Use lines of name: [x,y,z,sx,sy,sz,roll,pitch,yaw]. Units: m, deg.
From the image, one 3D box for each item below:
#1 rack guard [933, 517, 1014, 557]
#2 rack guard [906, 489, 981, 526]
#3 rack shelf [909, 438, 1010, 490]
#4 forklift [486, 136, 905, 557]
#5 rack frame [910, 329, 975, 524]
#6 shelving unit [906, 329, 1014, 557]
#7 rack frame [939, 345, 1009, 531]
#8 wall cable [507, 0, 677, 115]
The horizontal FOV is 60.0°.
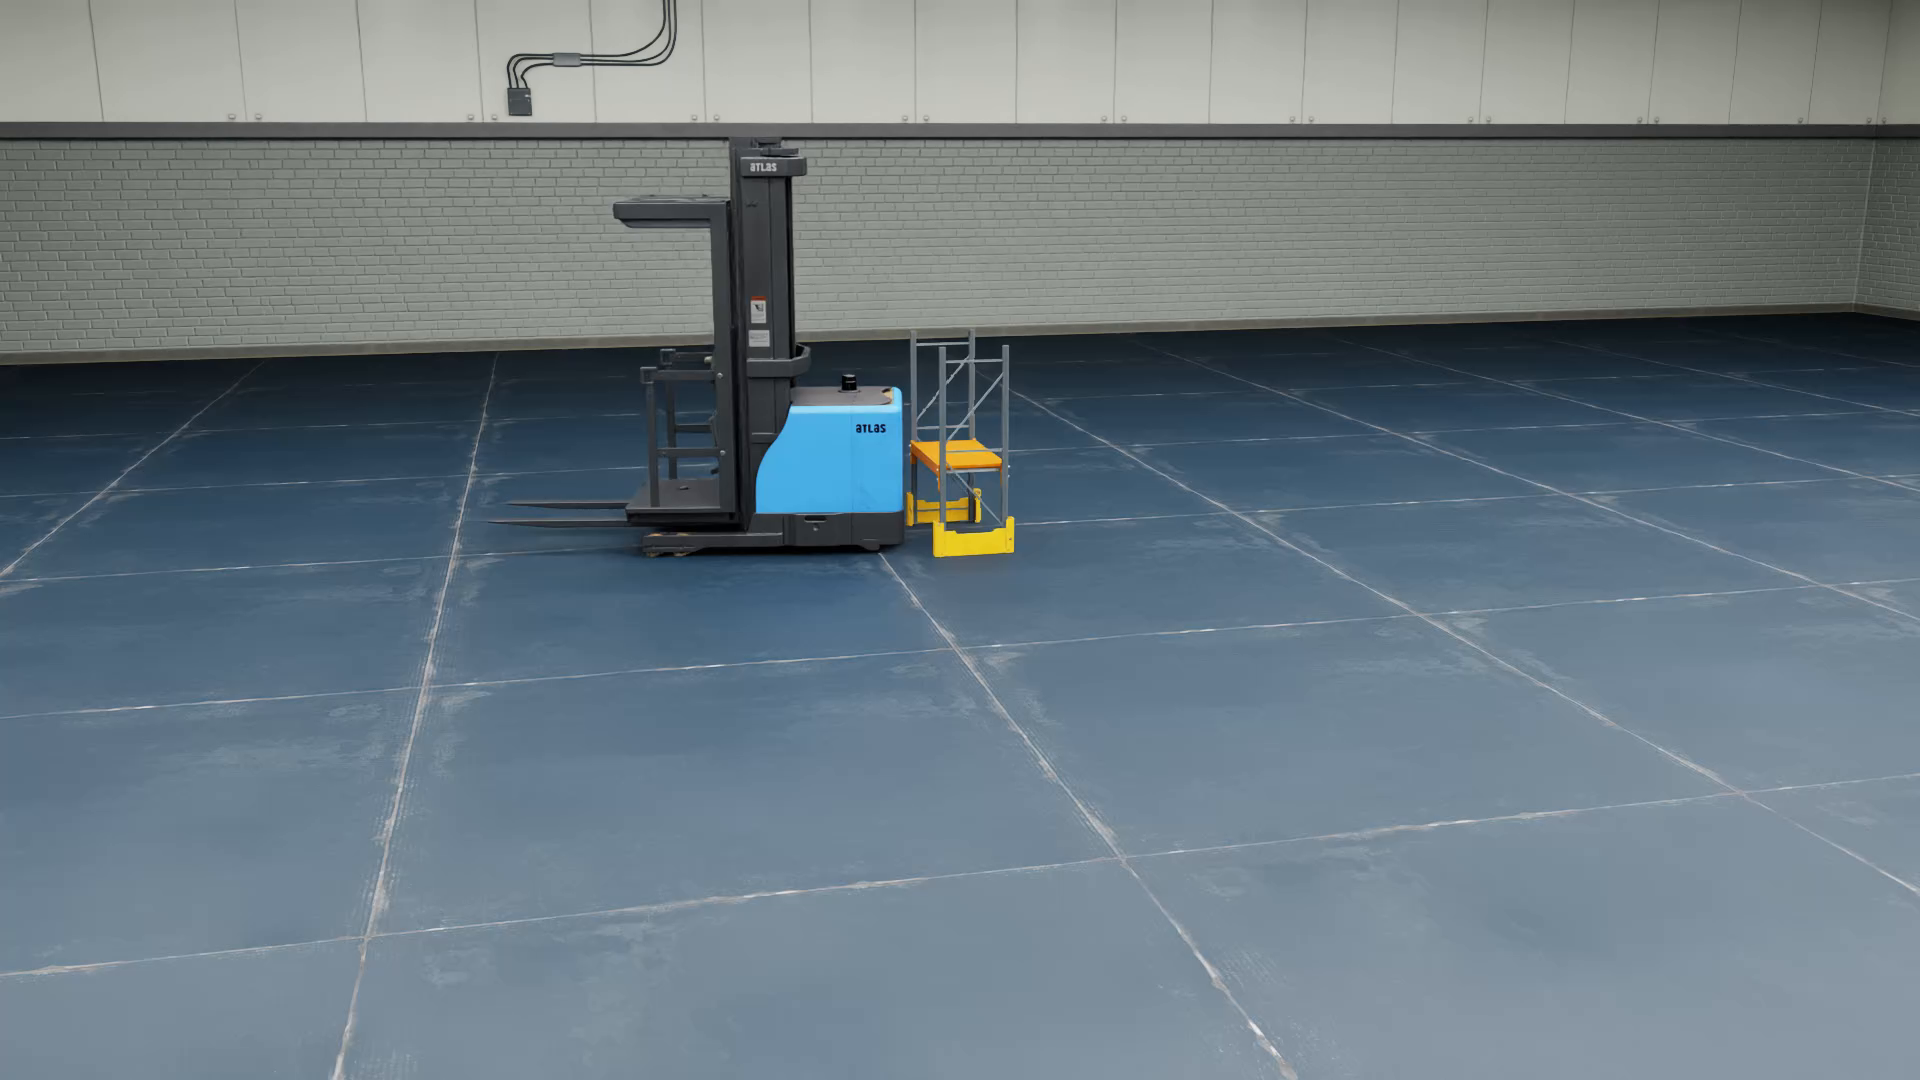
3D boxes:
rack guard: [0.099,-0.024,11.999,0.587,0.250,0.087,-3,14,-13]
rack guard: [-0.128,-0.254,12.941,0.587,0.250,0.087,-3,14,-13]
rack shelf: [-0.016,-0.574,12.373,0.538,0.185,1.000,-3,14,-13]
forklift: [-1.931,-1.433,12.115,3.031,2.935,1.130,0,14,-2]
rack frame: [-0.132,-0.866,12.811,0.500,1.500,0.032,-3,14,-13]
shelving unit: [-0.014,-0.746,12.322,0.587,1.500,1.083,-3,14,-13]
rack frame: [0.099,-0.631,11.849,0.500,1.500,0.032,-3,14,-13]
wall cable: [-4.993,-8.744,22.090,2.305,6.003,0.169,-3,14,-13]
